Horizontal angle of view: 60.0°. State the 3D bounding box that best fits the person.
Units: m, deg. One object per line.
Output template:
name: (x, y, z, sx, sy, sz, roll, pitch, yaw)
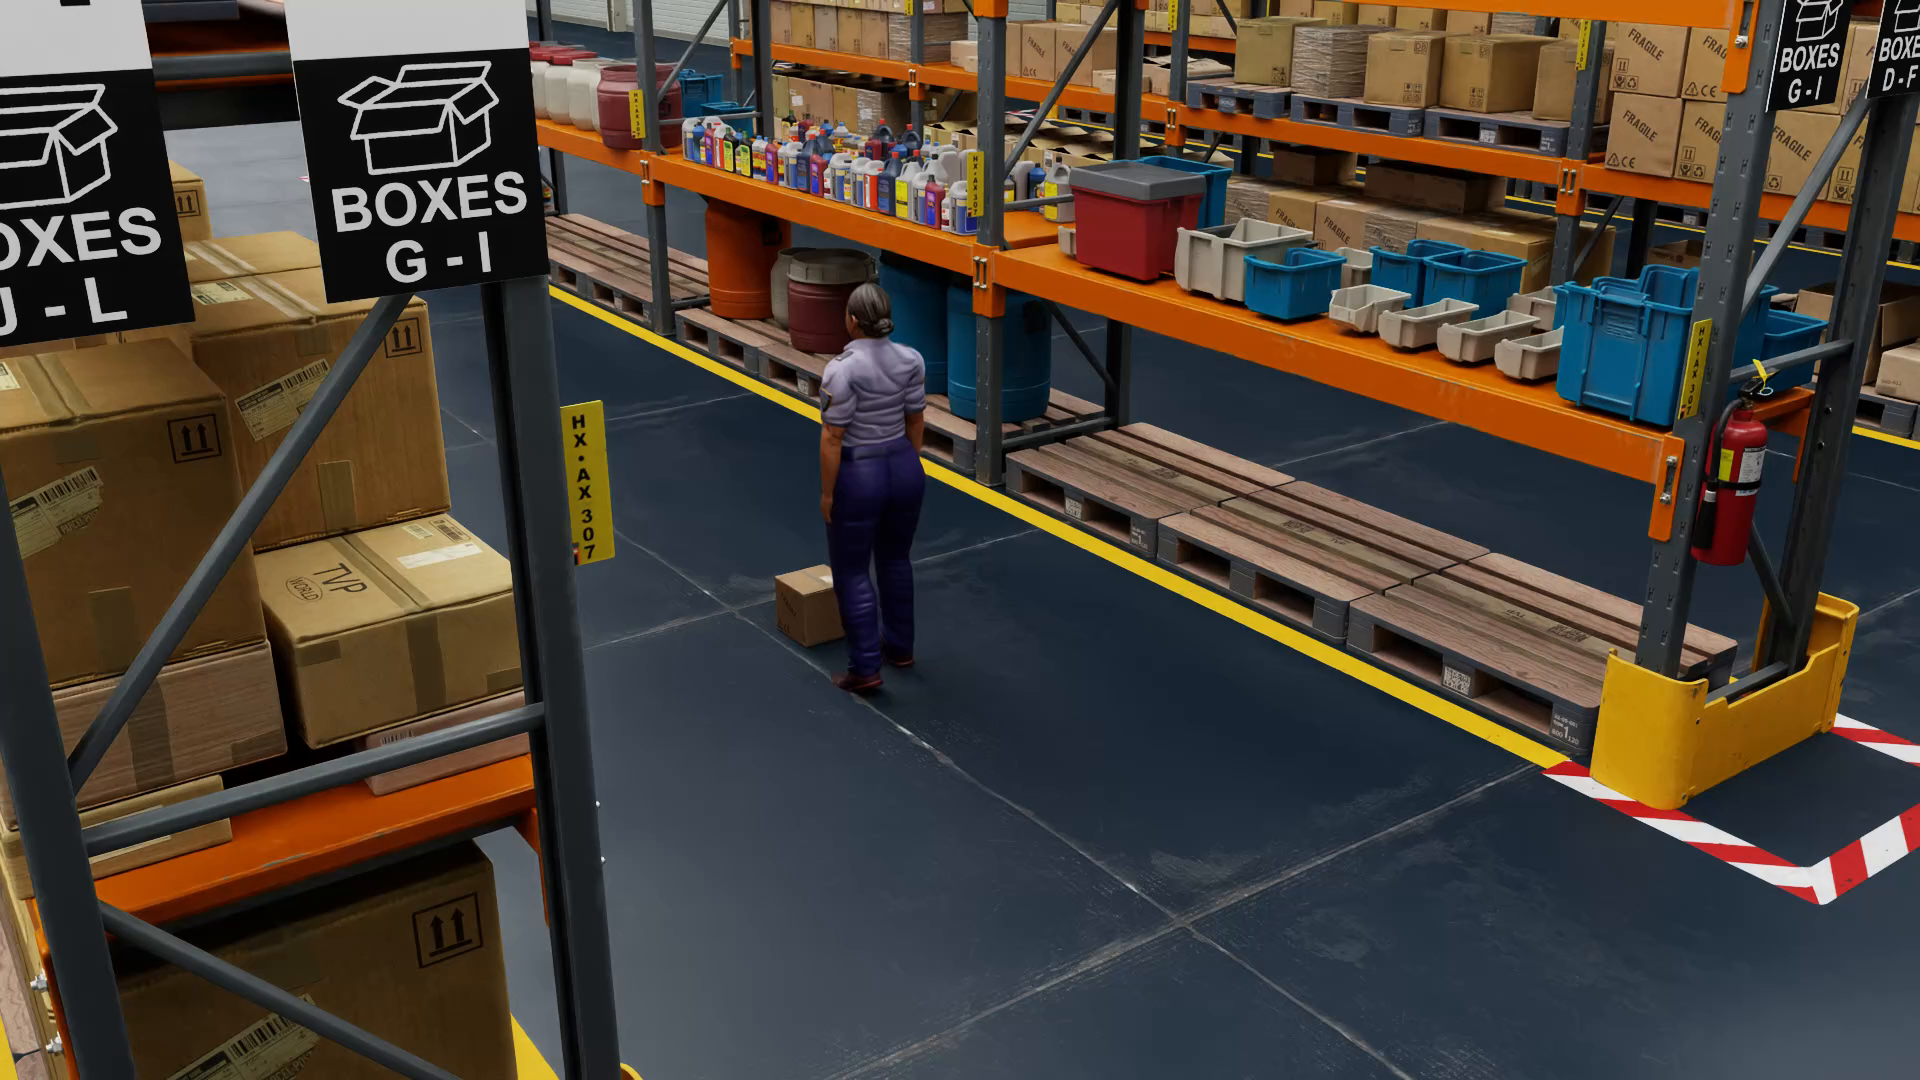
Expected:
person: (-0.366, -0.204, 6.677, 0.473, 1.688, 0.433, -14, 26, -32)
